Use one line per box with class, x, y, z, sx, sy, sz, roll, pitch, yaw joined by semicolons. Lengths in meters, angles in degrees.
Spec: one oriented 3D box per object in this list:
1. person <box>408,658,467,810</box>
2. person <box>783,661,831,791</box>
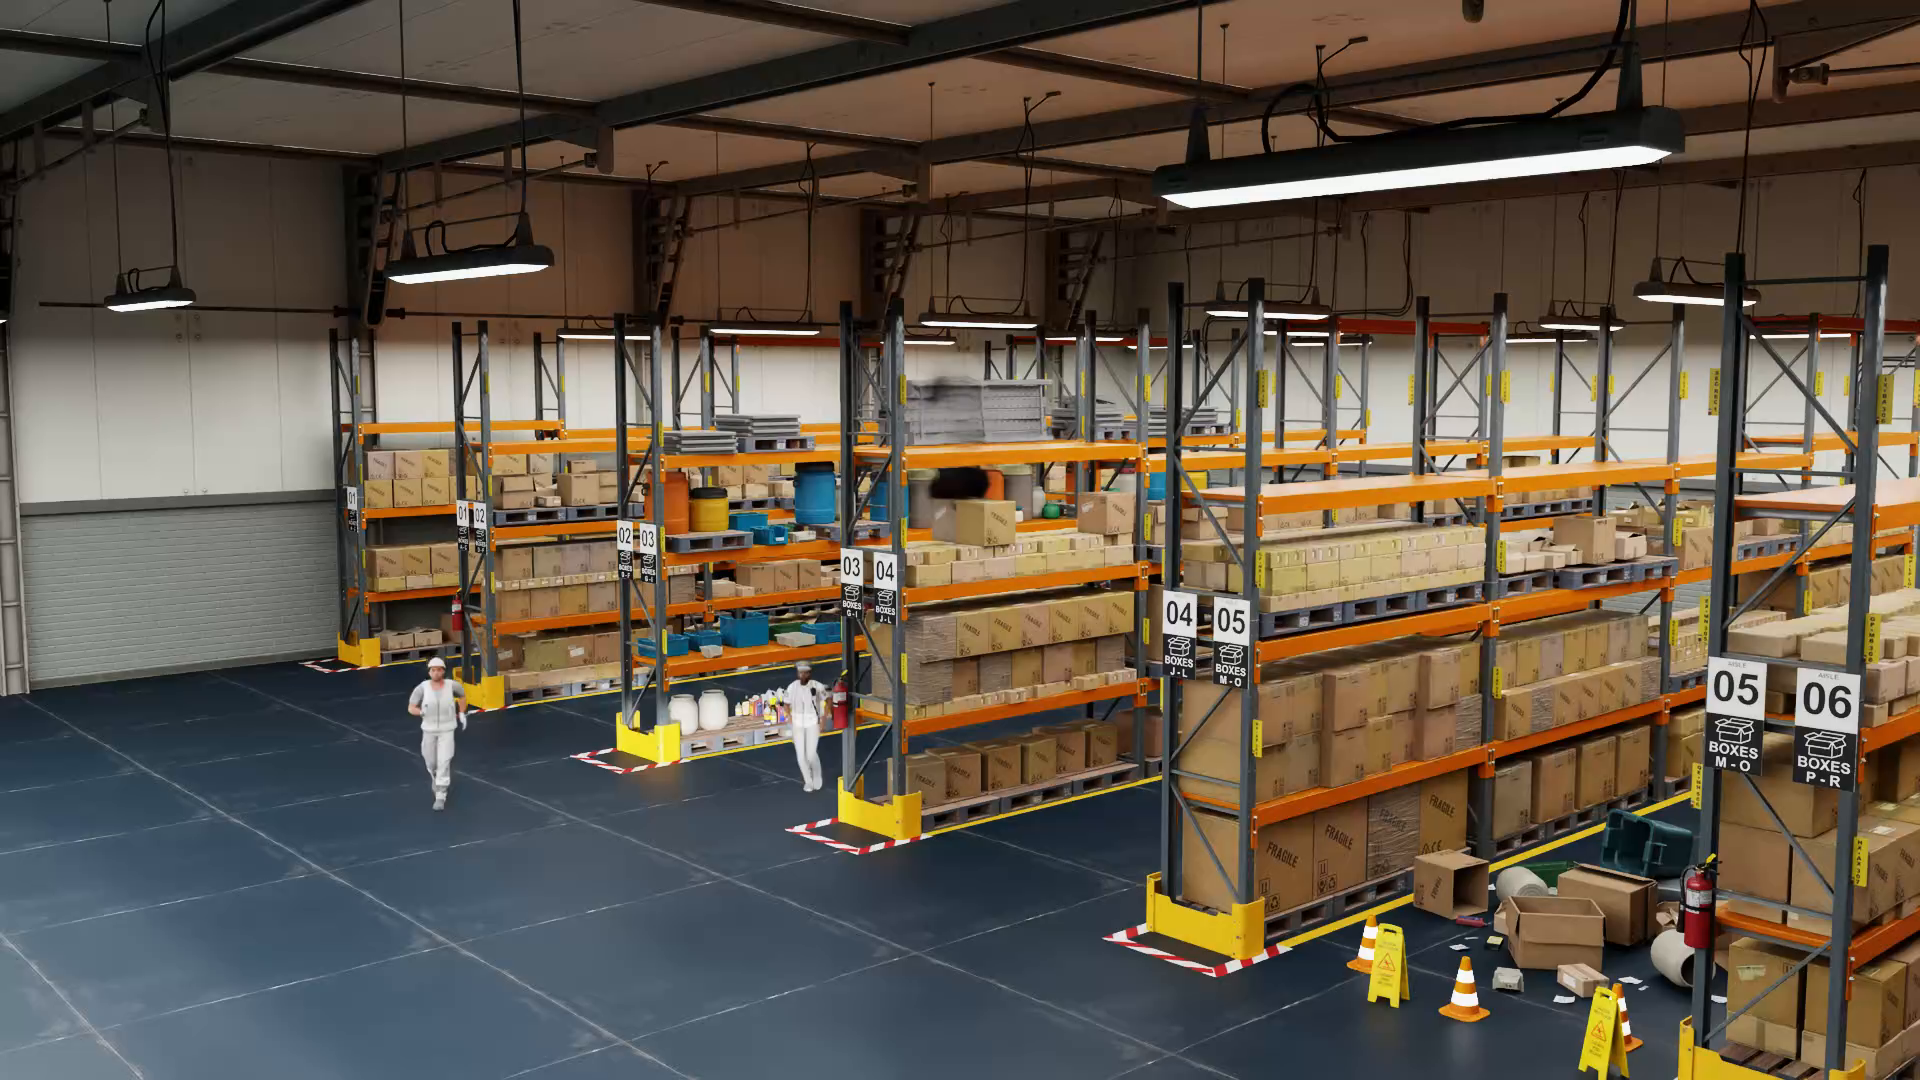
person;-6.266;2.281;19.970;0.660;1.769;0.968;-1;6;-13
person;-1.918;2.304;20.564;0.575;1.660;0.561;1;6;8
